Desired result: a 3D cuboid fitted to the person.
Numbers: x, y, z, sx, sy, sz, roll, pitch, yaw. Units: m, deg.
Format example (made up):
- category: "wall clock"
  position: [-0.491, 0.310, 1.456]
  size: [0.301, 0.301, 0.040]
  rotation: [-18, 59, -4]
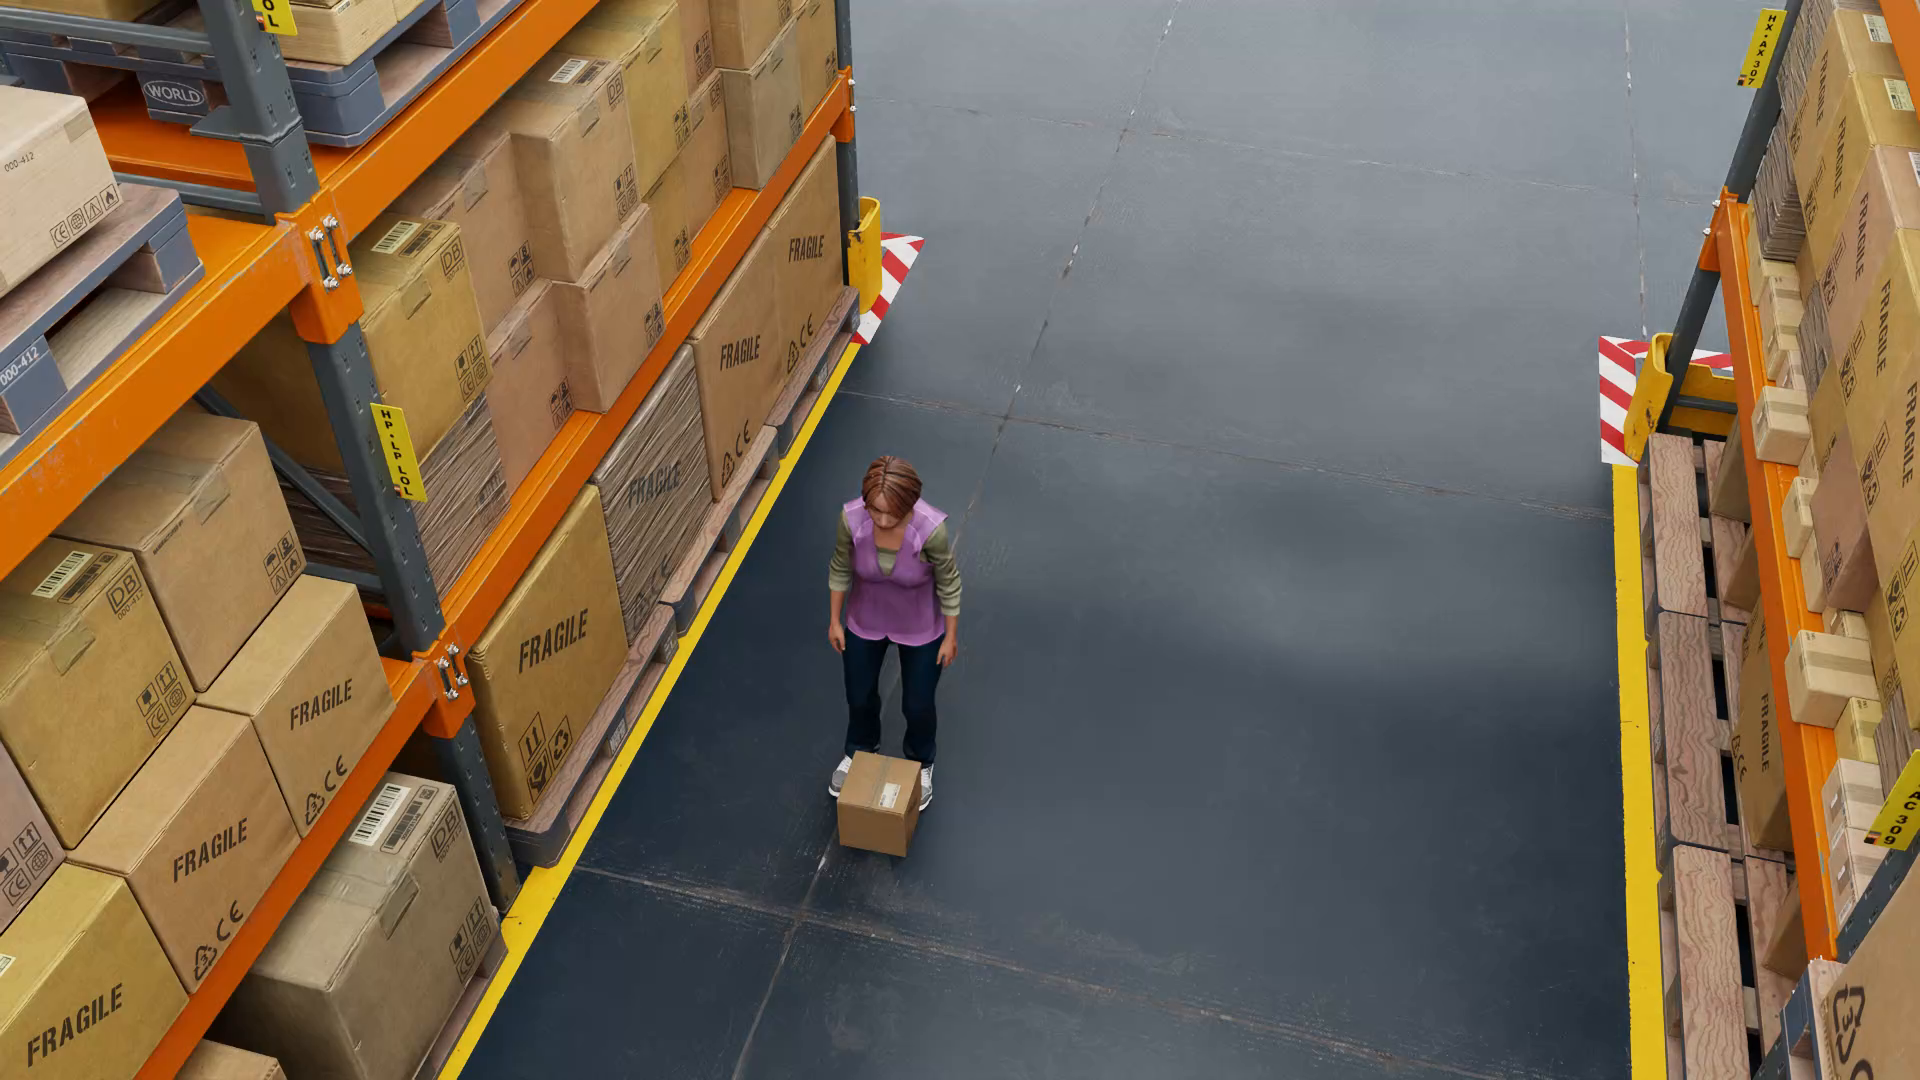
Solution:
- category: "person"
  position: [-0.235, 0.312, 5.816]
  size: [0.485, 1.593, 0.342]
  rotation: [8, 42, 9]
